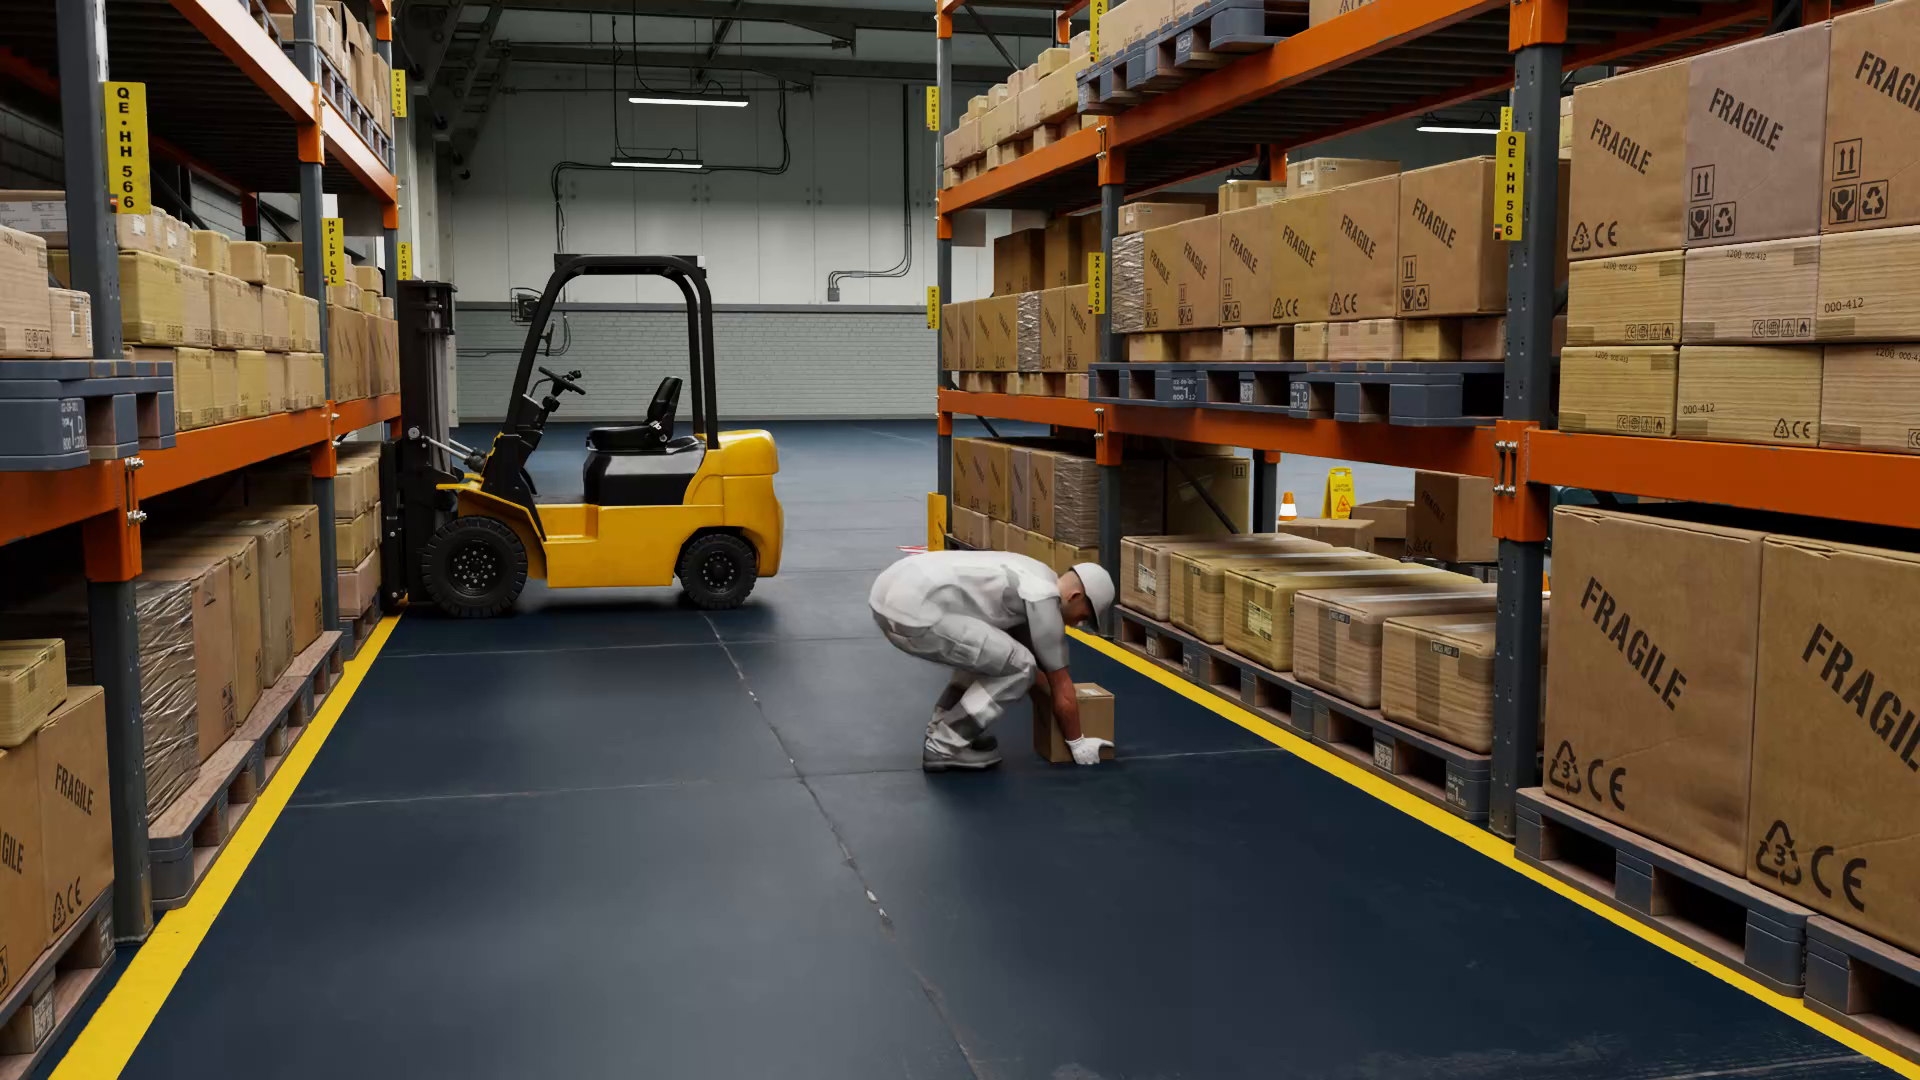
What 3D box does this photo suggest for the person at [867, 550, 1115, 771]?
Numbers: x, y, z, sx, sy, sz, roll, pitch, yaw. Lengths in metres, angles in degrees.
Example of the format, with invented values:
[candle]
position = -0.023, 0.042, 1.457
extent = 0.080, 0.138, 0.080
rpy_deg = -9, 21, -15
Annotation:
[person]
position = 0.136, 0.450, 6.323
extent = 0.966, 0.830, 0.516
rpy_deg = -2, 6, -15
